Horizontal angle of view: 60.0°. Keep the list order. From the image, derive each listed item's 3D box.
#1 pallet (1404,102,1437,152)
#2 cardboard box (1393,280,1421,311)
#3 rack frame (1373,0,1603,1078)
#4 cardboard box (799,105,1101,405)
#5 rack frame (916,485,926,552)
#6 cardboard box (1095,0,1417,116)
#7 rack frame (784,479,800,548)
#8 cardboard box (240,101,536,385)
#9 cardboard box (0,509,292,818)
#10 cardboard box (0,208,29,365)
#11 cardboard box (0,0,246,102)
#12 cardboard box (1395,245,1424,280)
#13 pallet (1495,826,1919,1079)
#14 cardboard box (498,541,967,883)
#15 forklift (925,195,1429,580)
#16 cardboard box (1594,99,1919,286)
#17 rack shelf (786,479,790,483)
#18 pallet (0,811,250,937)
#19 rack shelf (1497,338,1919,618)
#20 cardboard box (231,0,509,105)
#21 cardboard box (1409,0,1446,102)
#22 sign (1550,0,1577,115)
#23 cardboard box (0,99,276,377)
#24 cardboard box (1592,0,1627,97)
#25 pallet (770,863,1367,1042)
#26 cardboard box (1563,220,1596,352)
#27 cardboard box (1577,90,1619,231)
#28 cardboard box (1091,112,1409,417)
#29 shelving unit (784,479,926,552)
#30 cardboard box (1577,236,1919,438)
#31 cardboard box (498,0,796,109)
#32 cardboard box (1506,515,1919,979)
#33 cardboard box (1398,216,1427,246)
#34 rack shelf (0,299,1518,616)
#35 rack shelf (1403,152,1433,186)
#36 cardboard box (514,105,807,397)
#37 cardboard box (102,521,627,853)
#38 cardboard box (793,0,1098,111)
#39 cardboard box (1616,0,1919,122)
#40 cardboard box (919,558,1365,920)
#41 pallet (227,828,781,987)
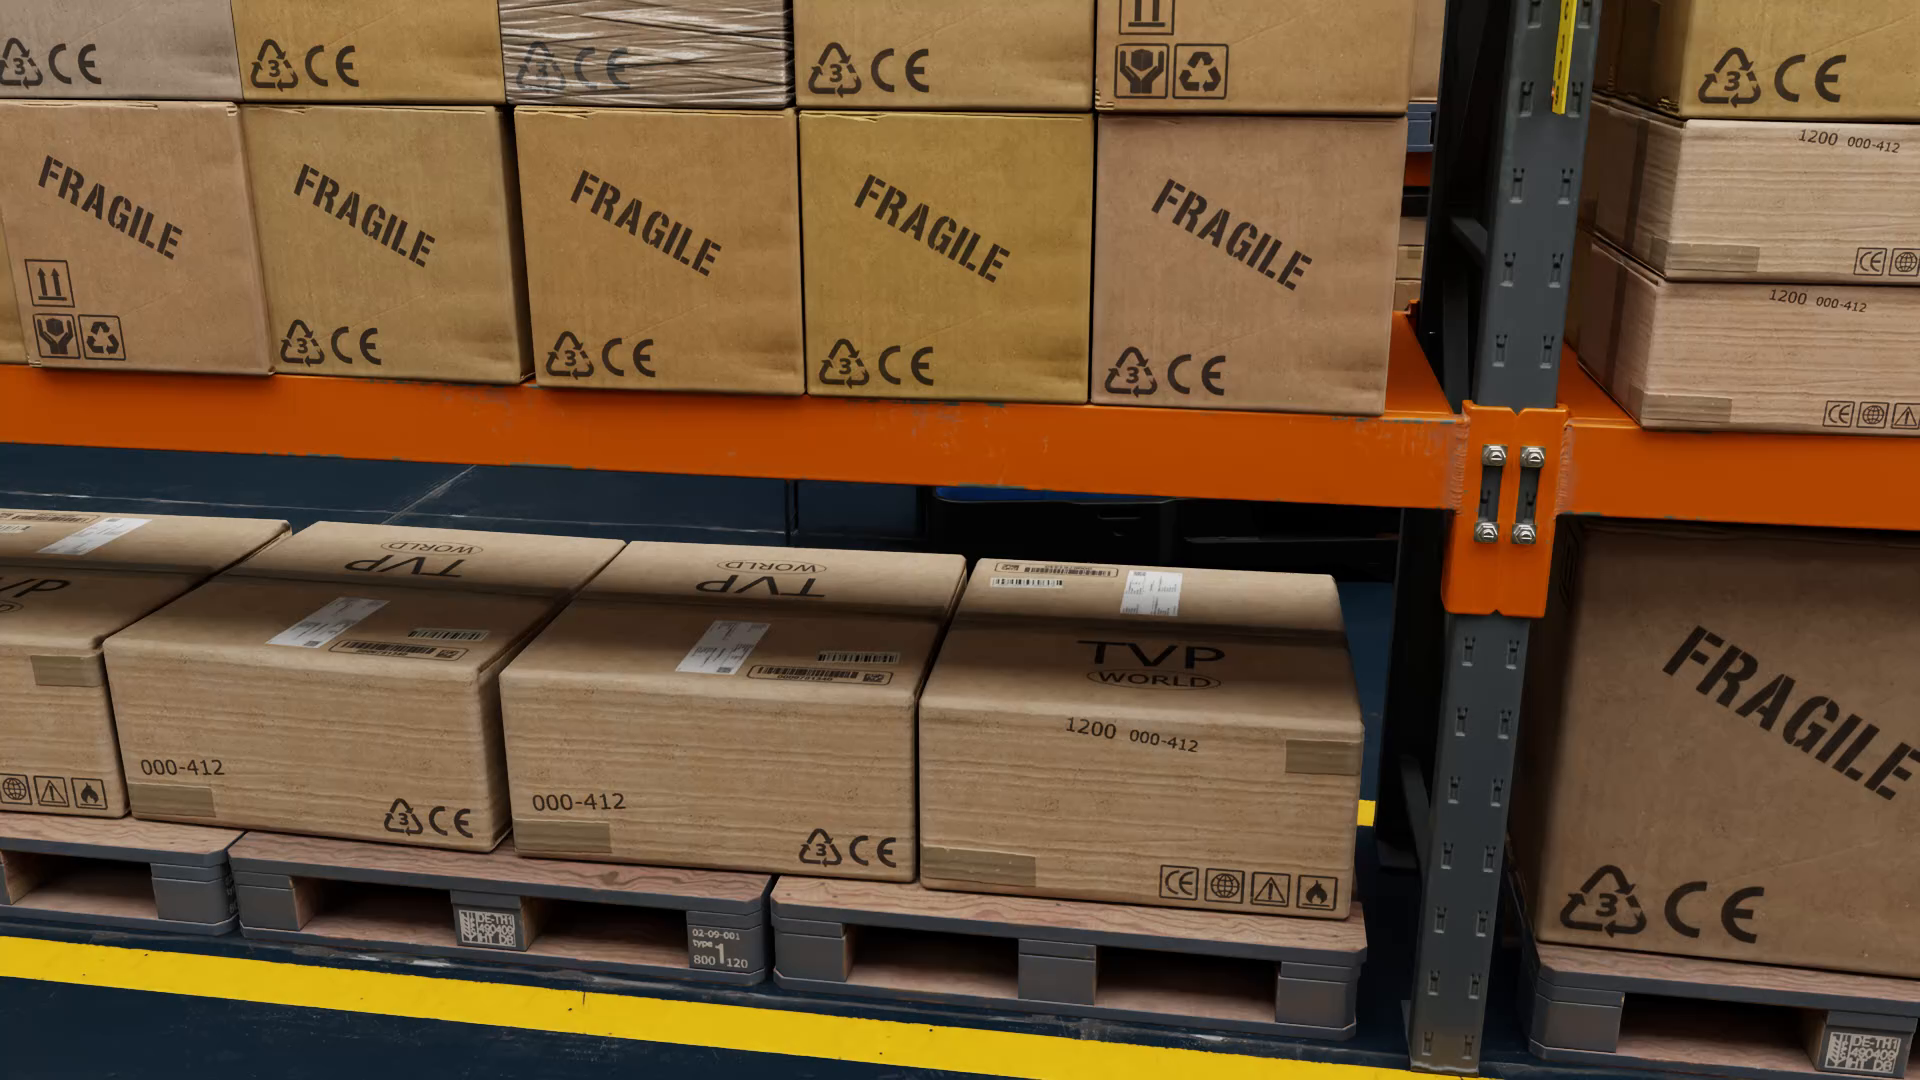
[{"bbox_3d":[2.570,-1.935,7.661,1.213,0.211,1.003,3,19,9],"label":"pallet"},{"bbox_3d":[2.240,-1.019,7.899,0.500,0.500,0.500,4,19,11],"label":"cardboard box"},{"bbox_3d":[1.015,-0.545,3.204,0.127,3.000,1.000,3,19,9],"label":"rack frame"},{"bbox_3d":[0.007,-0.560,3.091,0.500,0.500,0.500,2,19,7],"label":"cardboard box"},{"bbox_3d":[-0.147,-0.561,6.089,0.015,1.200,0.240,1,19,3],"label":"rack frame"},{"bbox_3d":[0.505,-1.004,2.842,0.500,0.500,0.500,3,19,8],"label":"cardboard box"},{"bbox_3d":[-0.634,-0.570,6.116,0.015,1.200,0.240,1,19,3],"label":"rack frame"},{"bbox_3d":[-1.006,-0.612,3.246,0.500,0.500,0.500,4,19,10],"label":"cardboard box"},{"bbox_3d":[-2.267,0.272,4.140,0.875,0.438,0.875,2,19,7],"label":"cardboard box"},{"bbox_3d":[-2.002,-0.663,3.399,0.500,0.500,0.500,3,19,8],"label":"cardboard box"},{"bbox_3d":[-1.485,-1.107,3.151,0.500,0.500,0.500,3,19,8],"label":"cardboard box"},{"bbox_3d":[2.110,-1.320,7.777,0.250,0.149,0.380,4,19,11],"label":"cardboard box"},{"bbox_3d":[1.789,0.793,3.601,1.213,0.211,1.003,3,19,9],"label":"pallet"},{"bbox_3d":[-0.472,0.361,3.873,0.875,0.438,0.875,2,19,7],"label":"cardboard box"},{"bbox_3d":[1.395,-1.415,5.914,3.031,2.935,1.130,-1,19,-3],"label":"forklift"},{"bbox_3d":[1.404,-0.600,2.819,0.500,0.250,0.500,2,19,7],"label":"cardboard box"},{"bbox_3d":[-0.390,-0.313,6.186,0.480,0.148,0.258,1,19,3],"label":"rack shelf"},{"bbox_3d":[-2.133,0.592,4.202,1.213,0.211,1.003,3,19,9],"label":"pallet"},{"bbox_3d":[2.989,-0.103,3.018,4.000,0.370,1.077,3,19,9],"label":"rack shelf"},{"bbox_3d":[-0.992,-1.082,3.077,0.500,0.500,0.500,3,19,9],"label":"cardboard box"},{"bbox_3d":[2.241,-2.252,7.488,0.500,0.500,0.700,3,19,10],"label":"cardboard box"},{"bbox_3d":[0.928,-0.819,2.535,0.005,0.325,0.100,3,19,9],"label":"sign"},{"bbox_3d":[-1.503,-0.632,3.306,0.500,0.500,0.500,3,19,8],"label":"cardboard box"},{"bbox_3d":[1.496,-1.123,3.198,0.500,0.500,0.500,4,19,10],"label":"cardboard box"},{"bbox_3d":[0.276,0.715,3.835,1.213,0.211,1.003,3,19,9],"label":"pallet"},{"bbox_3d":[1.498,-0.530,3.397,0.500,0.250,0.500,2,19,7],"label":"cardboard box"},{"bbox_3d":[1.489,-0.765,3.310,0.500,0.250,0.500,3,19,9],"label":"cardboard box"},{"bbox_3d":[0.516,-0.536,3.019,0.500,0.500,0.500,3,19,9],"label":"cardboard box"},{"bbox_3d":[-0.390,-0.565,6.102,0.503,1.200,0.258,1,19,3],"label":"shelving unit"},{"bbox_3d":[1.407,-0.369,2.915,0.500,0.250,0.500,2,19,7],"label":"cardboard box"},{"bbox_3d":[-0.499,-1.055,2.994,0.500,0.500,0.500,3,19,9],"label":"cardboard box"},{"bbox_3d":[1.640,0.270,3.457,0.875,0.875,0.875,4,19,10],"label":"cardboard box"},{"bbox_3d":[2.120,-1.480,7.786,0.250,0.149,0.380,3,19,8],"label":"cardboard box"},{"bbox_3d":[-0.960,-0.304,3.619,4.000,0.370,1.077,3,19,9],"label":"rack shelf"},{"bbox_3d":[3.773,-1.658,7.666,4.000,0.370,1.077,3,19,9],"label":"rack shelf"},{"bbox_3d":[-0.491,-0.581,3.153,0.500,0.500,0.500,3,19,8],"label":"cardboard box"},{"bbox_3d":[-1.362,0.315,4.011,0.875,0.438,0.875,3,19,10],"label":"cardboard box"},{"bbox_3d":[0.005,-1.032,2.926,0.500,0.500,0.500,3,19,8],"label":"cardboard box"},{"bbox_3d":[1.404,-0.954,2.695,0.500,0.500,0.500,3,19,9],"label":"cardboard box"},{"bbox_3d":[0.412,0.406,3.739,0.875,0.438,0.875,3,19,8],"label":"cardboard box"},{"bbox_3d":[-0.932,0.654,4.016,1.213,0.211,1.003,3,19,9],"label":"pallet"}]
